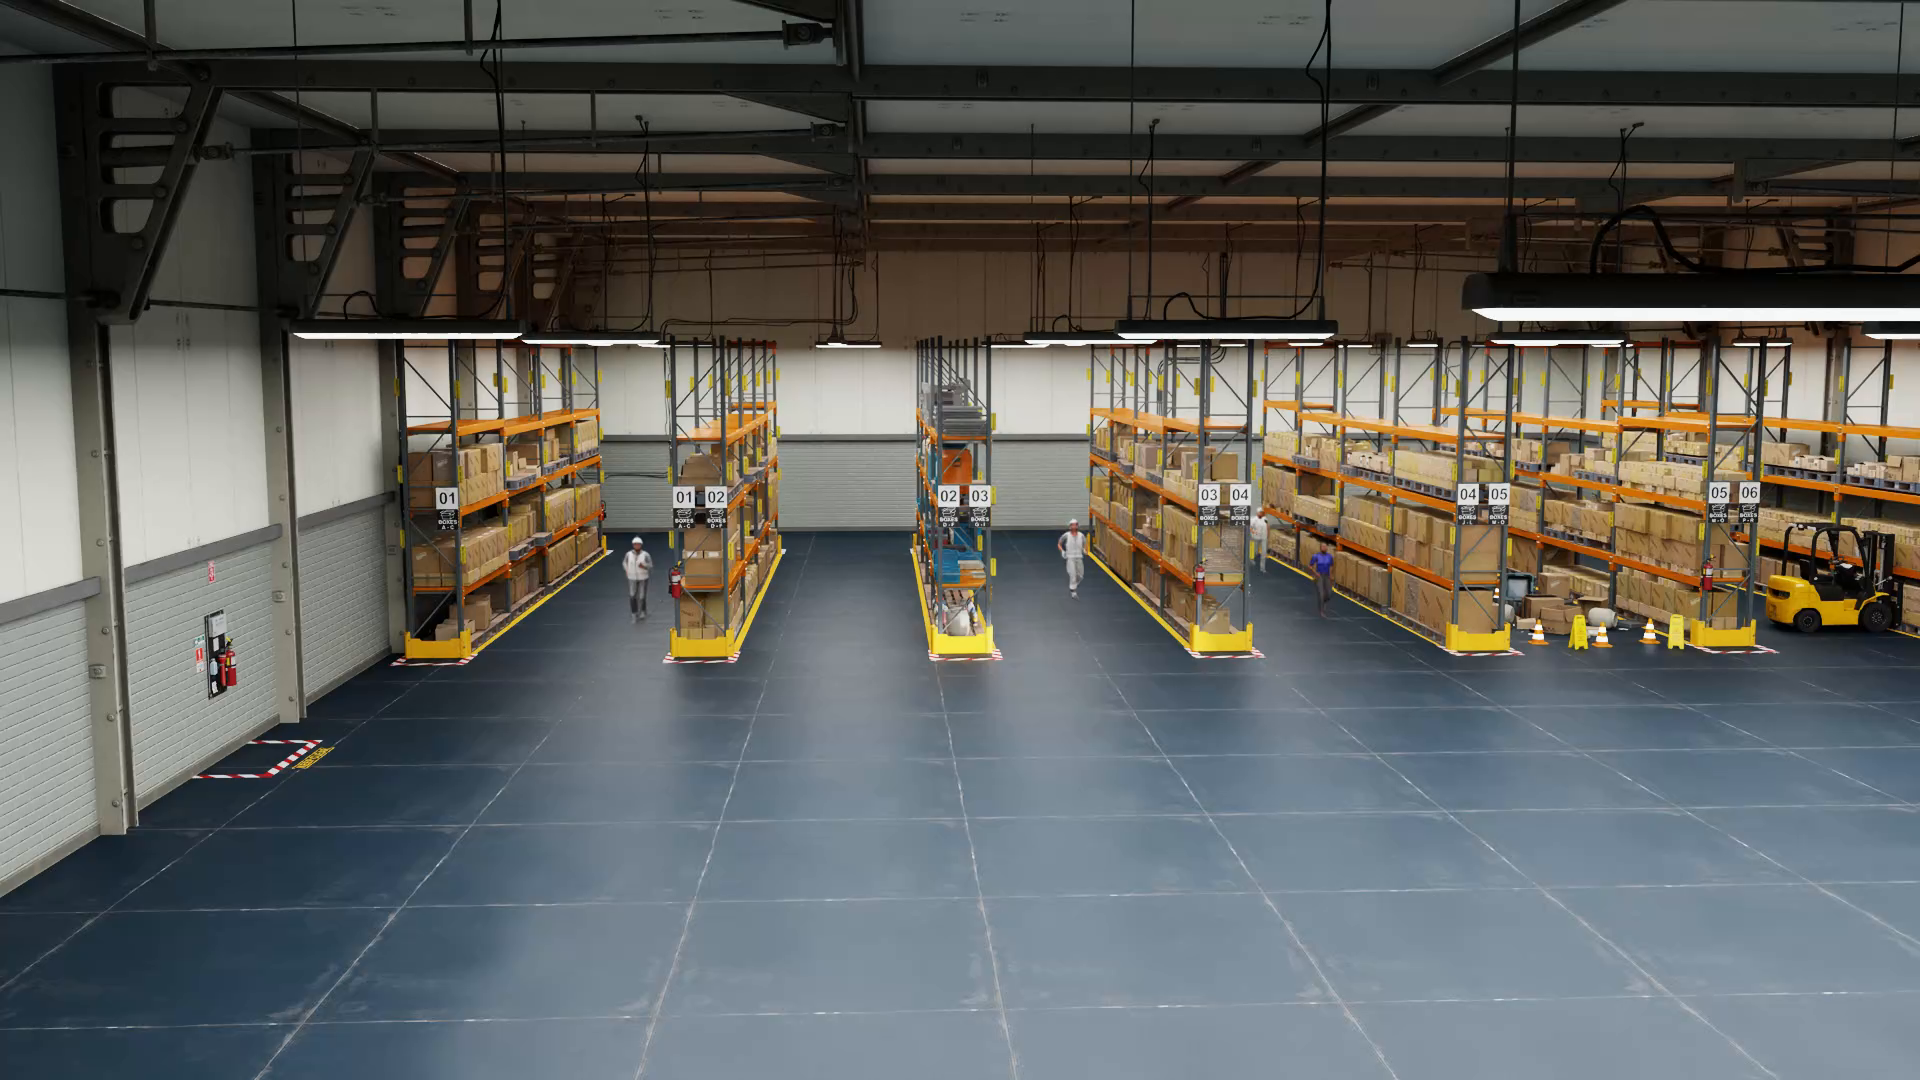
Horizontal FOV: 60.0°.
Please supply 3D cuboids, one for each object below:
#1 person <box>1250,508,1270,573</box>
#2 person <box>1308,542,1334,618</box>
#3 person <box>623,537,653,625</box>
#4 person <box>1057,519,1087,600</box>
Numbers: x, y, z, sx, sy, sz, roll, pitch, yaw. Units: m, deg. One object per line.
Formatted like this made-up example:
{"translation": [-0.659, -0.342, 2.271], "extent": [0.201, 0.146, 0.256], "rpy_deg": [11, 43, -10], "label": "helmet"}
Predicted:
{"translation": [7.822, -0.018, 43.449], "extent": [0.619, 1.670, 0.899], "rpy_deg": [-1, 7, -6], "label": "person"}
{"translation": [7.815, 0.848, 35.951], "extent": [0.584, 1.627, 0.537], "rpy_deg": [-1, 7, -6], "label": "person"}
{"translation": [-6.809, 0.850, 35.168], "extent": [0.643, 1.823, 0.736], "rpy_deg": [-1, 7, -5], "label": "person"}
{"translation": [2.492, 0.422, 36.477], "extent": [0.663, 1.759, 0.710], "rpy_deg": [-1, 7, -13], "label": "person"}
